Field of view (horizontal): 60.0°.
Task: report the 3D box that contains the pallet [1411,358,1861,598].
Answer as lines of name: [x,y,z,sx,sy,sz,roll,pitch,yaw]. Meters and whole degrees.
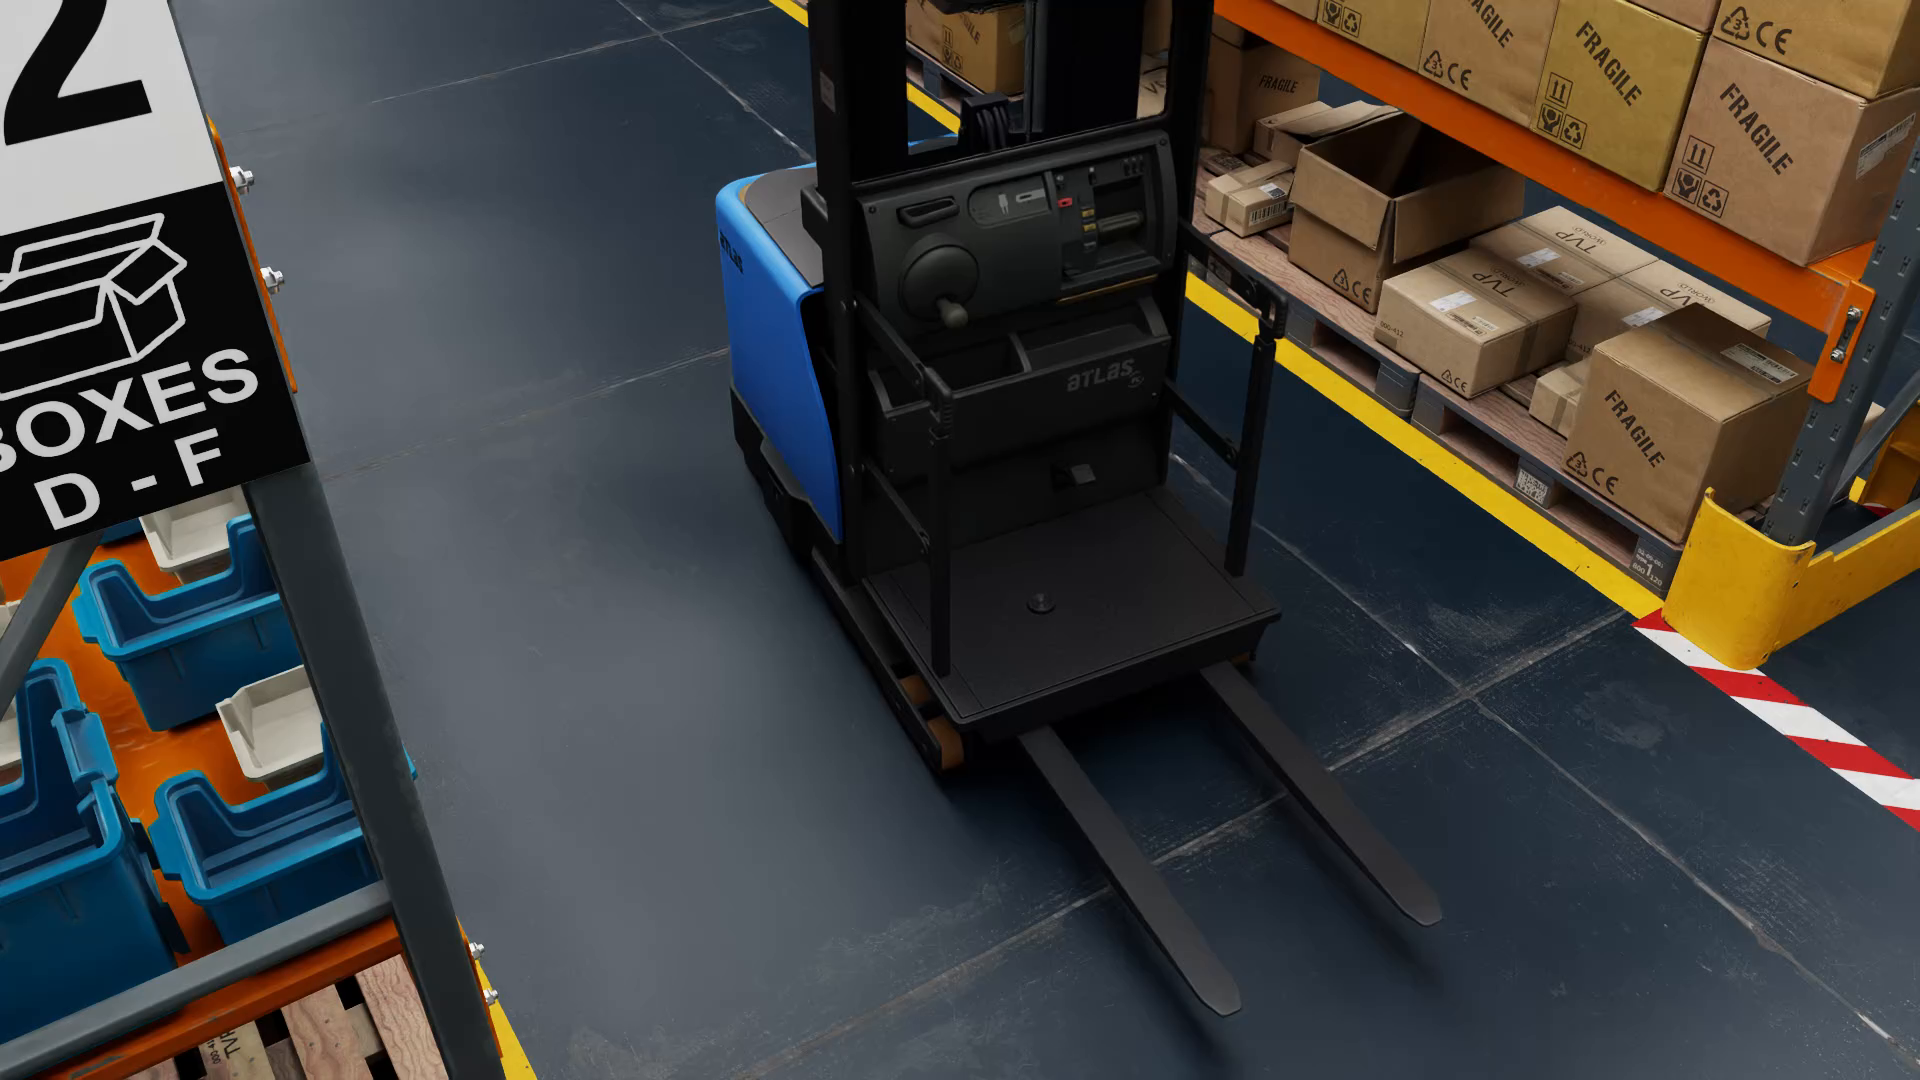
pallet: [2.428,-0.375,6.036,1.003,0.211,1.213,-22,45,-24]

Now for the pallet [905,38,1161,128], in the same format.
pallet: [0.278,-2.489,8.573,1.003,0.211,1.213,-22,45,-24]

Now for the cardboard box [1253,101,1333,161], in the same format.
cardboard box: [1.545,-1.817,7.471,0.380,0.149,0.250,-22,45,-24]

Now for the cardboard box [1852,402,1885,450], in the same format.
cardboard box: [2.963,-0.394,5.763,0.380,0.149,0.250,-22,45,-24]

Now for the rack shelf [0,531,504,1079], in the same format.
rack shelf: [-2.355,-0.076,4.060,1.077,0.370,4.000,-22,45,-24]

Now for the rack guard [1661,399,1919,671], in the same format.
rack guard: [2.858,-0.056,5.427,1.175,0.500,0.348,-22,45,-24]

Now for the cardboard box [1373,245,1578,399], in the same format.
cardboard box: [1.913,-0.820,6.195,0.500,0.250,0.500,-22,45,-24]

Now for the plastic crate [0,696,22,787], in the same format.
plastic crate: [-1.871,0.428,3.053,0.396,0.136,0.243,-22,45,-24]

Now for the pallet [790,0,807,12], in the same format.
pallet: [-0.382,-3.149,9.364,1.003,0.211,1.213,-22,45,-24]

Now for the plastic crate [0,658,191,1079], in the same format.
plastic crate: [-1.617,0.574,2.643,0.616,0.435,0.499,-22,45,-24]

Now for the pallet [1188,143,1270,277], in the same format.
pallet: [1.116,-1.692,7.616,1.003,0.211,1.213,-22,45,-24]

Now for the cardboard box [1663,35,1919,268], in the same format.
cardboard box: [2.428,-1.162,4.723,0.500,0.500,0.500,-21,44,-23]

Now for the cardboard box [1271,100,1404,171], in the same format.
cardboard box: [1.696,-1.656,7.151,0.500,0.311,0.500,-22,45,-24]

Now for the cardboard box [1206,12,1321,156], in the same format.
cardboard box: [1.293,-2.134,7.576,0.500,0.500,0.500,-22,45,-24]

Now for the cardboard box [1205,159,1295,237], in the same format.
cardboard box: [1.264,-1.451,7.018,0.380,0.166,0.250,-22,45,-24]

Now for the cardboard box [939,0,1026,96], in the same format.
cardboard box: [0.241,-2.511,8.029,0.500,0.500,0.500,-22,45,-25]

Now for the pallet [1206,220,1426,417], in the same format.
pallet: [1.776,-1.033,6.825,1.003,0.211,1.213,-22,45,-24]

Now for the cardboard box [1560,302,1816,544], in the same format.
cardboard box: [2.398,-0.393,5.488,0.500,0.500,0.500,-22,45,-24]

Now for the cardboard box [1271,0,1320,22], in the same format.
cardboard box: [1.337,-2.258,6.039,0.500,0.500,0.500,-22,45,-25]

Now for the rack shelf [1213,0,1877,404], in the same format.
rack shelf: [1.823,-1.779,6.104,1.077,0.370,4.000,-22,45,-24]

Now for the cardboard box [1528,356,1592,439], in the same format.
cardboard box: [2.256,-0.515,5.894,0.380,0.166,0.250,-22,45,-24]

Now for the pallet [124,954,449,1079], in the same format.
pallet: [-1.691,1.340,3.977,1.003,0.211,1.213,-22,45,-24]

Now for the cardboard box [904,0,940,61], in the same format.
cardboard box: [-0.018,-2.781,8.353,0.500,0.500,0.500,-22,45,-24]

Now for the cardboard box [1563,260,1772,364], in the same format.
cardboard box: [2.576,-0.749,6.110,0.500,0.250,0.500,-22,45,-24]

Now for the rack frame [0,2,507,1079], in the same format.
rack frame: [-1.280,0.727,2.534,1.000,3.000,0.127,-22,45,-24]

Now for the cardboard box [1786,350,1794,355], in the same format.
cardboard box: [2.829,-0.536,5.919,0.380,0.166,0.250,-22,45,-24]

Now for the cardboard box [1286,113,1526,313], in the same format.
cardboard box: [1.762,-1.332,6.612,0.797,0.503,0.637,-22,45,-24]

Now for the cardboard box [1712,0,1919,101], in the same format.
cardboard box: [2.427,-1.544,4.400,0.500,0.500,0.500,-23,45,-25]

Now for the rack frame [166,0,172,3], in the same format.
rack frame: [-1.280,-1.577,0.614,1.000,3.000,0.127,-22,45,-24]

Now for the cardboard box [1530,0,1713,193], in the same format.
cardboard box: [2.146,-1.441,5.058,0.500,0.500,0.500,-22,45,-24]

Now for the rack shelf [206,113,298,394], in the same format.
rack shelf: [-2.355,-1.228,3.100,1.077,0.370,4.000,-22,45,-24]

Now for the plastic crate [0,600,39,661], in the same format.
plastic crate: [-2.015,0.266,3.246,0.396,0.136,0.243,-22,45,-24]

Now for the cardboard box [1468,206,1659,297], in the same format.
cardboard box: [2.308,-1.019,6.434,0.500,0.250,0.500,-22,45,-24]

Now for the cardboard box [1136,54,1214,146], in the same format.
cardboard box: [0.791,-1.970,7.527,0.500,0.311,0.500,-22,45,-24]

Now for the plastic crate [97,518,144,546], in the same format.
plastic crate: [-1.843,-0.189,3.717,0.416,0.233,0.300,-22,45,-24]

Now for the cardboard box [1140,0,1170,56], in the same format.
cardboard box: [0.693,-2.688,8.242,0.500,0.500,0.500,-24,46,-26]

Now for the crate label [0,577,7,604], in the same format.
crate label: [-2.185,0.124,3.417,0.396,0.136,0.243,-22,45,-24]

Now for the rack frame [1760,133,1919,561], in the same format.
rack frame: [2.898,-0.976,4.578,1.000,3.000,0.127,-22,45,-24]

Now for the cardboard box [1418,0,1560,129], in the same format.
cardboard box: [1.883,-1.712,5.384,0.500,0.500,0.500,-22,45,-24]

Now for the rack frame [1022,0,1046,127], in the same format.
rack frame: [0.748,-3.135,7.169,1.000,3.000,0.127,-22,45,-24]

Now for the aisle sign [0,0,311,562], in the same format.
aisle sign: [-0.991,-0.335,1.778,0.394,0.787,0.004,-22,45,-24]

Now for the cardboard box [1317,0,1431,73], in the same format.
cardboard box: [1.612,-1.984,5.710,0.500,0.500,0.500,-23,45,-25]

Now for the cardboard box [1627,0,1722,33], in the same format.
cardboard box: [2.155,-1.816,4.727,0.500,0.500,0.500,-21,44,-23]

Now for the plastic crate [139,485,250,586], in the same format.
plastic crate: [-1.603,-0.009,3.577,0.250,0.136,0.298,-22,45,-24]

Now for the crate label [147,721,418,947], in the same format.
crate label: [-1.135,0.522,2.864,0.416,0.233,0.303,-22,45,-24]

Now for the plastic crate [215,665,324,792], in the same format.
plastic crate: [-1.238,0.357,3.137,0.250,0.136,0.298,-22,45,-24]

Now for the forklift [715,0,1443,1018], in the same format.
forklift: [0.273,-0.766,4.380,1.130,2.935,3.031,-17,43,-20]

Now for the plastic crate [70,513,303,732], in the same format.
plastic crate: [-1.489,0.167,3.291,0.416,0.233,0.300,-22,45,-24]
